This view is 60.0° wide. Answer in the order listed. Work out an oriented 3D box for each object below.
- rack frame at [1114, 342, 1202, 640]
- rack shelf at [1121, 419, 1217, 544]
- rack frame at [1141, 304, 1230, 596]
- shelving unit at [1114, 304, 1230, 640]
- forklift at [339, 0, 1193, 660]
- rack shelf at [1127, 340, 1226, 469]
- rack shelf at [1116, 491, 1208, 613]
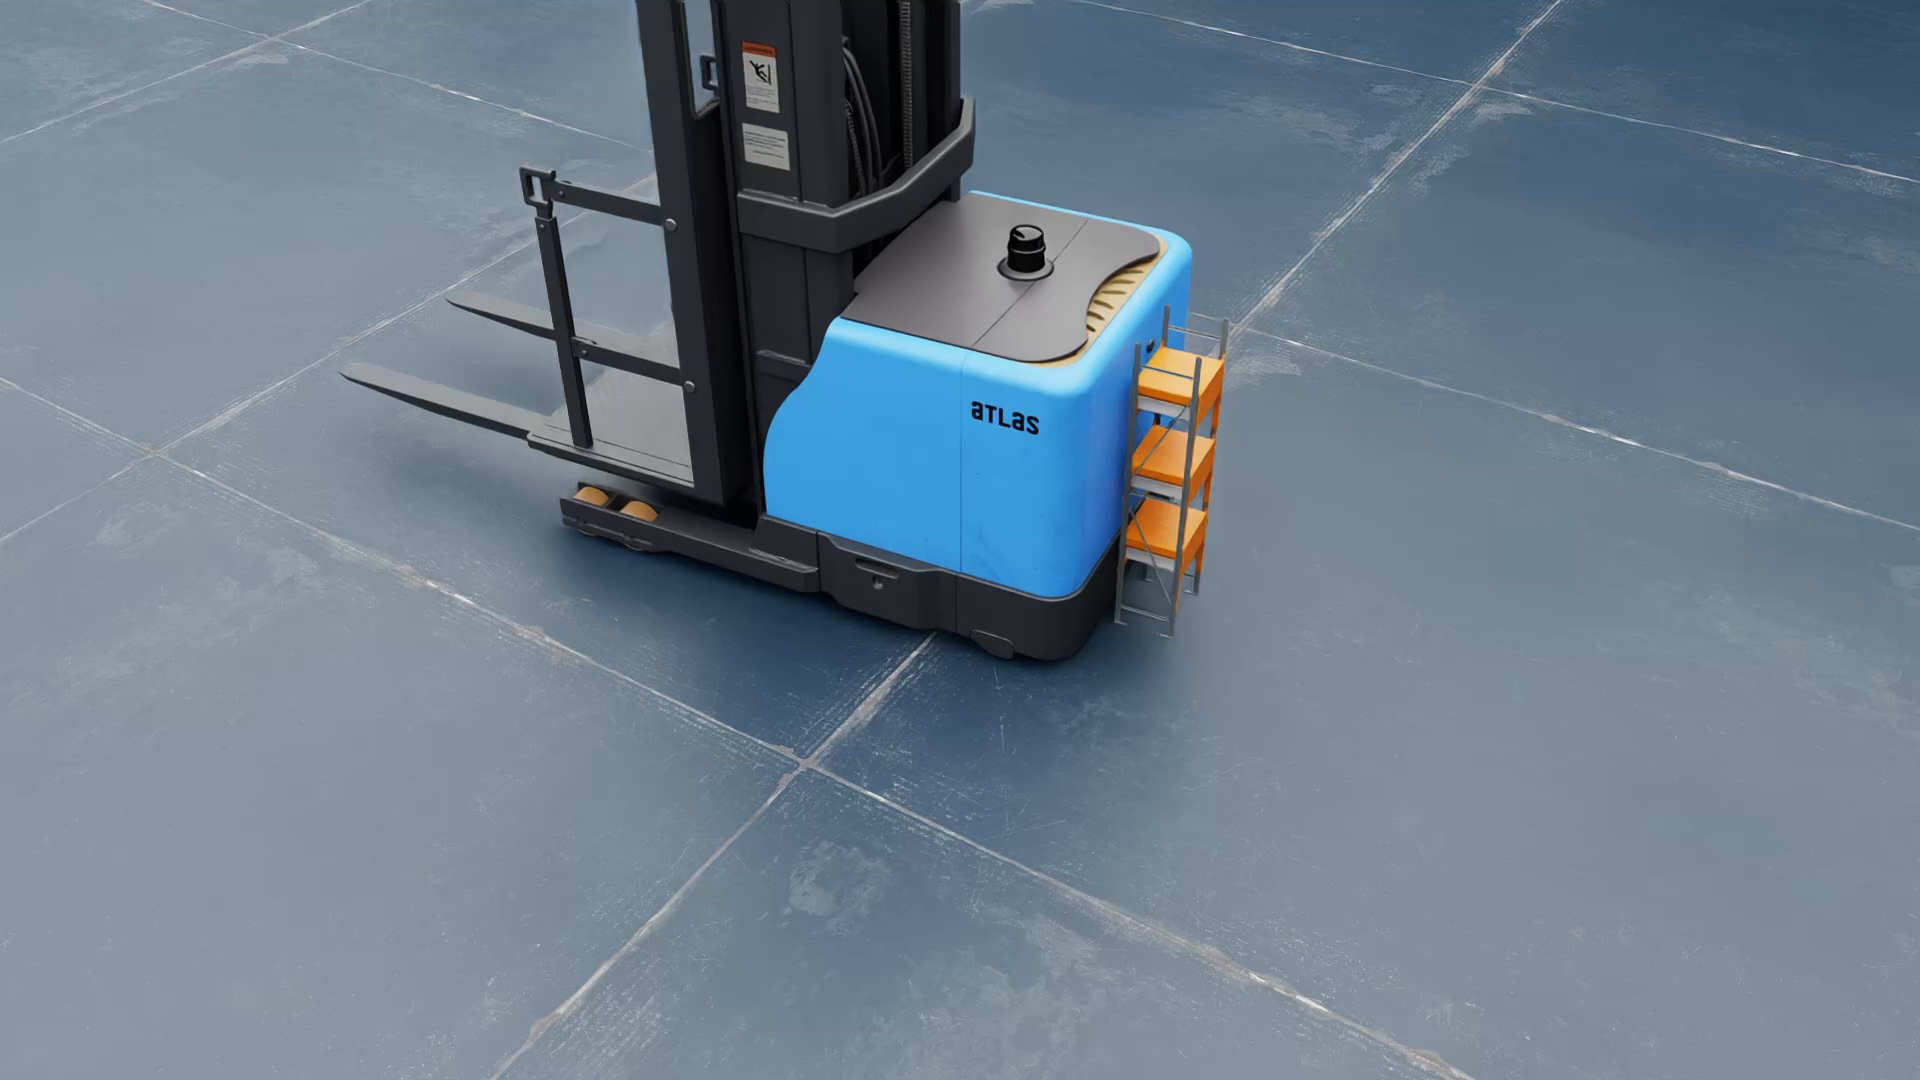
[{"bbox_3d":[0.593,-0.124,5.050,0.200,1.050,0.008,16,41,20],"label":"rack frame"},{"bbox_3d":[0.645,-0.182,5.144,0.215,0.259,0.240,16,41,20],"label":"rack shelf"},{"bbox_3d":[0.698,-0.258,5.225,0.200,1.050,0.008,16,41,20],"label":"rack frame"},{"bbox_3d":[0.645,-0.191,5.138,0.215,1.050,0.252,16,41,20],"label":"shelving unit"},{"bbox_3d":[-0.809,-1.397,5.162,3.031,2.935,1.130,16,41,20],"label":"forklift"},{"bbox_3d":[0.645,-0.407,4.971,0.215,0.259,0.240,16,41,20],"label":"rack shelf"},{"bbox_3d":[0.645,0.038,5.314,0.215,0.259,0.240,16,41,20],"label":"rack shelf"}]
